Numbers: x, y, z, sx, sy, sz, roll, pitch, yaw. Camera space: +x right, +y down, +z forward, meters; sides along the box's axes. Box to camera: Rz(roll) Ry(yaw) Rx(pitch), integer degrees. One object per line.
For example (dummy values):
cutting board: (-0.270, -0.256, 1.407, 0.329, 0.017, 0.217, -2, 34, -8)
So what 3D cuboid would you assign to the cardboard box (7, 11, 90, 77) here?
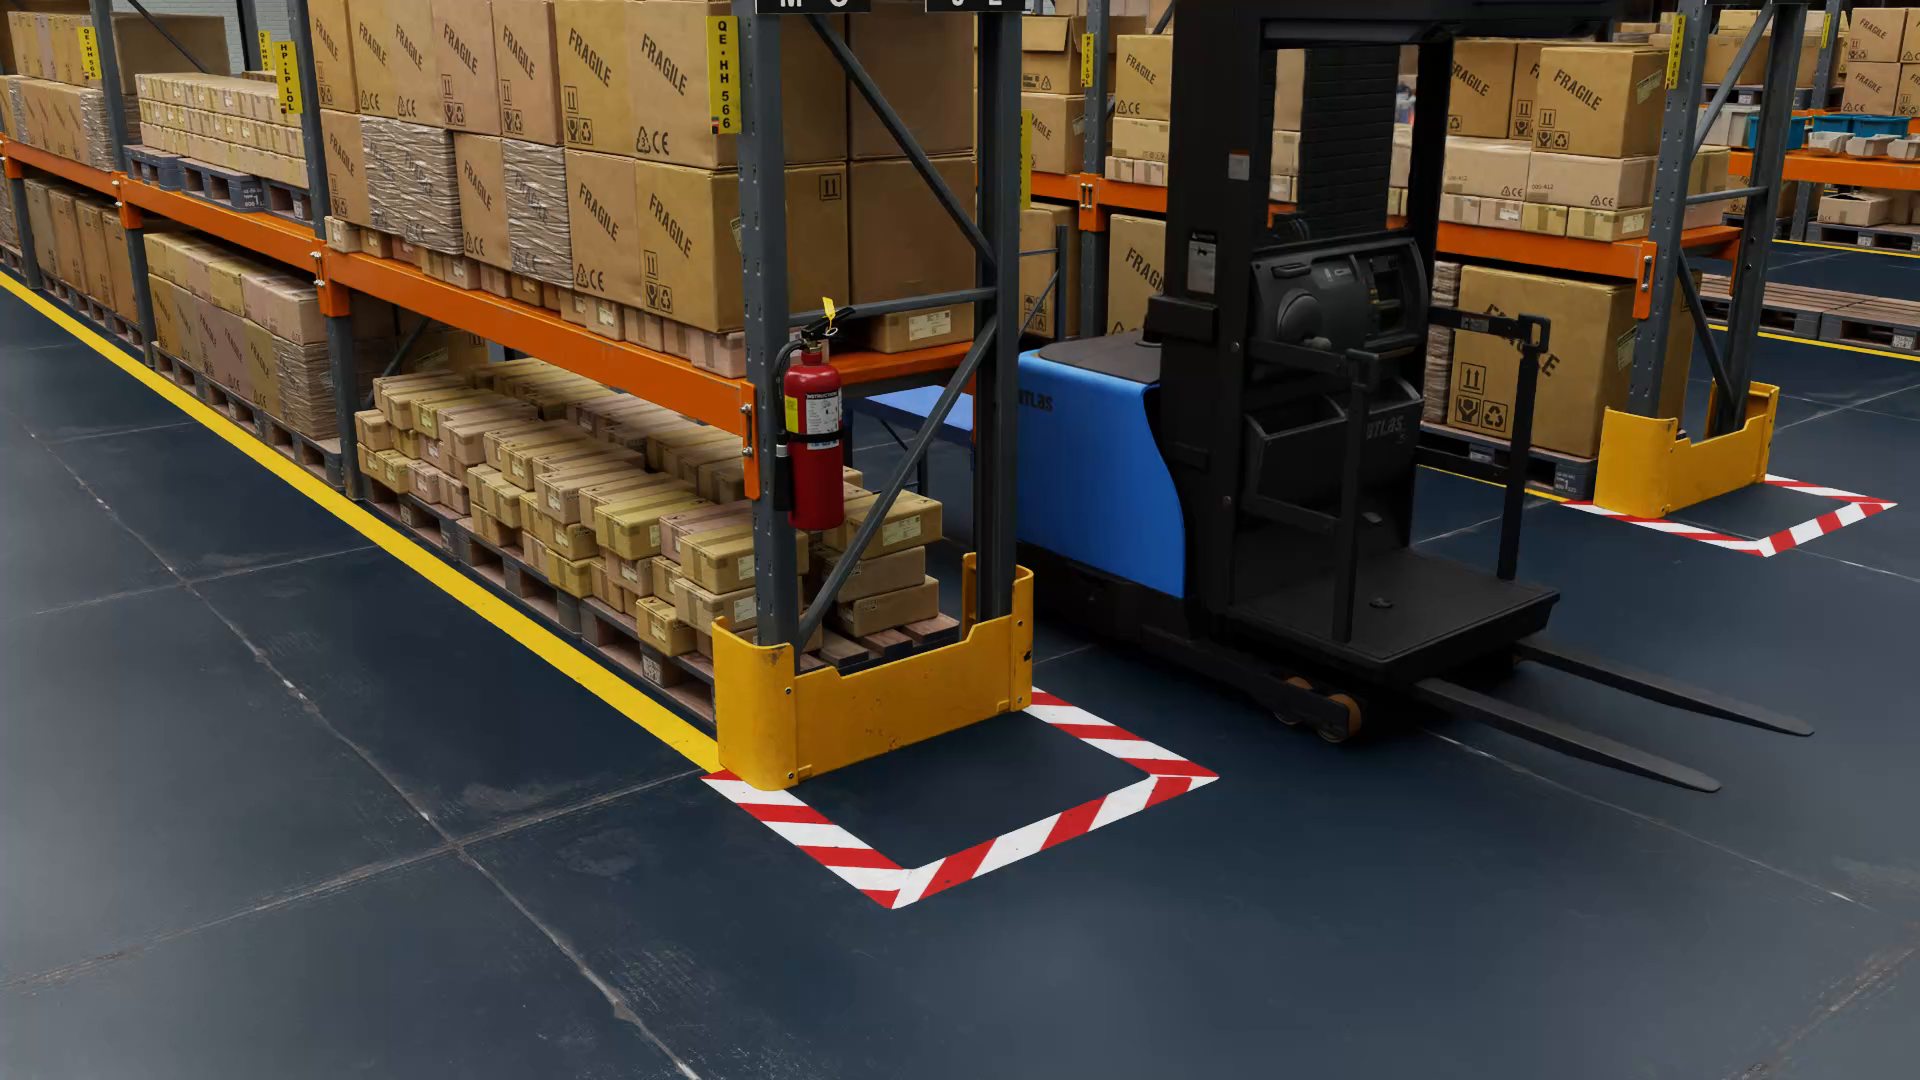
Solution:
cardboard box: (-7.367, -4.095, 13.707, 0.700, 0.500, 0.500, -14, 23, -37)

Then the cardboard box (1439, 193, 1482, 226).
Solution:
cardboard box: (2.770, -1.772, 8.842, 0.380, 0.149, 0.250, -13, 23, -35)

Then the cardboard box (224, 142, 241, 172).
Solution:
cardboard box: (-3.926, -2.182, 9.413, 0.380, 0.149, 0.250, -13, 22, -34)

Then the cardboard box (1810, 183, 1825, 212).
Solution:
cardboard box: (8.896, -3.787, 17.805, 0.500, 0.500, 0.500, -15, 24, -39)

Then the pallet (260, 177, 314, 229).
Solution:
pallet: (-3.073, -1.848, 8.978, 1.003, 0.211, 1.213, -14, 23, -36)

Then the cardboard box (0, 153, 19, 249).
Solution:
cardboard box: (-8.578, -3.275, 15.692, 0.875, 0.875, 0.875, -14, 23, -36)

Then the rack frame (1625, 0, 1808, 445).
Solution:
rack frame: (3.721, -1.680, 8.165, 1.000, 3.000, 0.127, -14, 23, -36)

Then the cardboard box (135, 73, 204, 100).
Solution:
cardboard box: (-5.059, -2.918, 10.688, 0.380, 0.149, 0.250, -14, 23, -36)

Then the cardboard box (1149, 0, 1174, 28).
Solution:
cardboard box: (3.133, -7.589, 23.786, 0.700, 0.500, 0.500, -14, 23, -36)

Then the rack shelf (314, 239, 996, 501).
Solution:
rack shelf: (-1.471, -0.888, 6.918, 1.077, 0.370, 4.000, -14, 23, -36)

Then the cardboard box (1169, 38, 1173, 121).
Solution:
cardboard box: (1.634, -2.801, 10.122, 0.500, 0.500, 0.500, -14, 23, -36)

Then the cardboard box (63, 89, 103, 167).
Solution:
cardboard box: (-5.995, -2.937, 11.803, 0.500, 0.500, 0.500, -14, 23, -36)

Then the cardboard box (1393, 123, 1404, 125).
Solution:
cardboard box: (2.358, -2.425, 10.181, 0.500, 0.250, 0.500, -13, 23, -35)

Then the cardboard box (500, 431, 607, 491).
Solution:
cardboard box: (-1.711, -0.336, 7.025, 0.380, 0.149, 0.250, -14, 23, -36)

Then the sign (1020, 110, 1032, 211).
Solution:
sign: (0.196, -1.254, 5.500, 0.100, 0.325, 0.005, -14, 23, -36)

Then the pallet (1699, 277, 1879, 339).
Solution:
pallet: (6.369, -1.834, 13.066, 1.003, 0.211, 1.213, -14, 23, -36)

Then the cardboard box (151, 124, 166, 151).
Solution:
cardboard box: (-4.911, -2.573, 10.591, 0.380, 0.149, 0.250, -13, 22, -33)

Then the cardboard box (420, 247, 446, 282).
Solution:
cardboard box: (-2.099, -1.222, 7.181, 0.380, 0.149, 0.250, -13, 23, -35)

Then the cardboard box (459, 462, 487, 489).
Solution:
cardboard box: (-2.014, -0.321, 7.453, 0.380, 0.149, 0.250, -13, 22, -34)

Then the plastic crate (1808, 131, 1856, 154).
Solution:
plastic crate: (6.397, -2.923, 12.242, 0.298, 0.136, 0.250, -14, 23, -36)

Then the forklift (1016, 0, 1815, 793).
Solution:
forklift: (1.510, -0.869, 5.823, 1.130, 2.935, 3.031, -15, 23, -37)

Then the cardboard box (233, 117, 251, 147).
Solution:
cardboard box: (-3.765, -2.261, 9.176, 0.380, 0.149, 0.250, -15, 24, -39)

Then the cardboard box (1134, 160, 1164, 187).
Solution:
cardboard box: (1.324, -2.344, 10.569, 0.380, 0.149, 0.250, -15, 23, -38)

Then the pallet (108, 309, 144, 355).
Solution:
pallet: (-5.627, -1.593, 12.339, 1.003, 0.211, 1.213, -14, 23, -36)

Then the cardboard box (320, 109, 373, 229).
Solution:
cardboard box: (-2.603, -1.740, 7.713, 0.500, 0.500, 0.500, -14, 23, -37)

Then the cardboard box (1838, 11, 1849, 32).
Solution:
cardboard box: (11.452, -6.564, 21.058, 0.500, 0.250, 0.500, -15, 23, -37)

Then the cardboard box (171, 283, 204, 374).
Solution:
cardboard box: (-4.642, -1.374, 10.548, 0.500, 0.500, 0.500, -14, 23, -35)

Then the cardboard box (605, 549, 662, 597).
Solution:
cardboard box: (-1.105, 0.074, 6.262, 0.380, 0.149, 0.250, -15, 24, -38)

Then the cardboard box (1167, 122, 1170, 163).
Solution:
cardboard box: (1.629, -2.445, 10.241, 0.500, 0.250, 0.500, -14, 23, -36)

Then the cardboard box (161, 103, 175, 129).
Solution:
cardboard box: (-4.716, -2.640, 10.321, 0.380, 0.149, 0.250, -15, 23, -38)

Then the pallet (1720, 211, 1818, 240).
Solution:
pallet: (8.471, -3.467, 17.999, 1.003, 0.211, 1.213, -14, 23, -36)

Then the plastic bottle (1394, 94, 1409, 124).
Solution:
plastic bottle: (3.999, -3.855, 14.930, 0.152, 0.276, 0.135, -14, 23, -36)

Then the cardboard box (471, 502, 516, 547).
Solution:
cardboard box: (-1.901, -0.104, 7.273, 0.380, 0.149, 0.250, -15, 23, -38)

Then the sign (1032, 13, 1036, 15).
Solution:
sign: (1.116, -7.897, 25.436, 0.100, 0.325, 0.005, -14, 23, -36)

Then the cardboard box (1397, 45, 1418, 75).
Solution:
cardboard box: (5.468, -6.042, 21.177, 0.500, 0.500, 0.500, -16, 24, -39)

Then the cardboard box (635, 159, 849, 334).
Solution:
cardboard box: (-0.710, -0.986, 5.436, 0.500, 0.500, 0.500, -13, 23, -35)

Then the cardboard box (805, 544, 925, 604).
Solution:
cardboard box: (-0.353, 0.097, 6.193, 0.380, 0.149, 0.250, -13, 22, -34)

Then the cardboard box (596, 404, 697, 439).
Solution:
cardboard box: (-1.421, -0.507, 7.543, 0.380, 0.149, 0.250, -15, 24, -38)

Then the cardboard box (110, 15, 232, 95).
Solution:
cardboard box: (-5.467, -3.343, 11.437, 0.700, 0.500, 0.500, -14, 23, -36)

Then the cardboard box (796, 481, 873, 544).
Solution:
cardboard box: (-0.554, -0.105, 6.329, 0.380, 0.149, 0.250, -13, 23, -35)

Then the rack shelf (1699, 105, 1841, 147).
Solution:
rack shelf: (7.764, -4.750, 18.579, 1.077, 0.370, 4.000, -14, 23, -36)

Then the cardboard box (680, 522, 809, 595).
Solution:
cardboard box: (-0.757, 0.054, 5.849, 0.380, 0.149, 0.250, -14, 23, -35)

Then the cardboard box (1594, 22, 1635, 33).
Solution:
cardboard box: (9.312, -7.225, 24.050, 0.700, 0.500, 0.500, -14, 23, -36)

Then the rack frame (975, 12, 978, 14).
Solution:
rack frame: (0.153, -5.604, 20.014, 1.000, 3.000, 0.127, -14, 23, -36)

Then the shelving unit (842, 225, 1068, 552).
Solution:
shelving unit: (-0.053, -0.733, 7.690, 0.538, 1.500, 1.048, -14, 23, -36)

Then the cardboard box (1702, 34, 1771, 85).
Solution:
cardboard box: (8.410, -5.163, 17.854, 0.700, 0.500, 0.500, -10, 21, -28)

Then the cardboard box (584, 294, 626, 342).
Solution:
cardboard box: (-1.123, -0.829, 5.993, 0.380, 0.149, 0.250, -13, 22, -35)

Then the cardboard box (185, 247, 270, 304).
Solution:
cardboard box: (-4.346, -1.610, 10.070, 0.500, 0.250, 0.500, -14, 23, -36)

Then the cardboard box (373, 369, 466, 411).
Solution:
cardboard box: (-2.661, -0.726, 8.203, 0.380, 0.149, 0.250, -13, 22, -34)

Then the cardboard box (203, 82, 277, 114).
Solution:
cardboard box: (-4.092, -2.533, 9.526, 0.380, 0.149, 0.250, -14, 23, -37)

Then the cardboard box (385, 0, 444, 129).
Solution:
cardboard box: (-2.001, -1.972, 6.824, 0.500, 0.500, 0.500, -14, 23, -35)

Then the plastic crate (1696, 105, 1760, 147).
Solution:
plastic crate: (5.924, -3.192, 12.825, 0.437, 0.282, 0.530, -14, 23, -36)

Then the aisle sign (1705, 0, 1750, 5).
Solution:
aisle sign: (3.531, -2.838, 7.526, 0.394, 0.787, 0.004, -14, 23, -36)

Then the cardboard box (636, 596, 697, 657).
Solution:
cardboard box: (-0.959, 0.284, 6.099, 0.380, 0.149, 0.250, -13, 22, -34)

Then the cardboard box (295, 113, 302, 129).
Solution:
cardboard box: (-3.115, -2.146, 8.356, 0.380, 0.149, 0.250, -13, 22, -34)
